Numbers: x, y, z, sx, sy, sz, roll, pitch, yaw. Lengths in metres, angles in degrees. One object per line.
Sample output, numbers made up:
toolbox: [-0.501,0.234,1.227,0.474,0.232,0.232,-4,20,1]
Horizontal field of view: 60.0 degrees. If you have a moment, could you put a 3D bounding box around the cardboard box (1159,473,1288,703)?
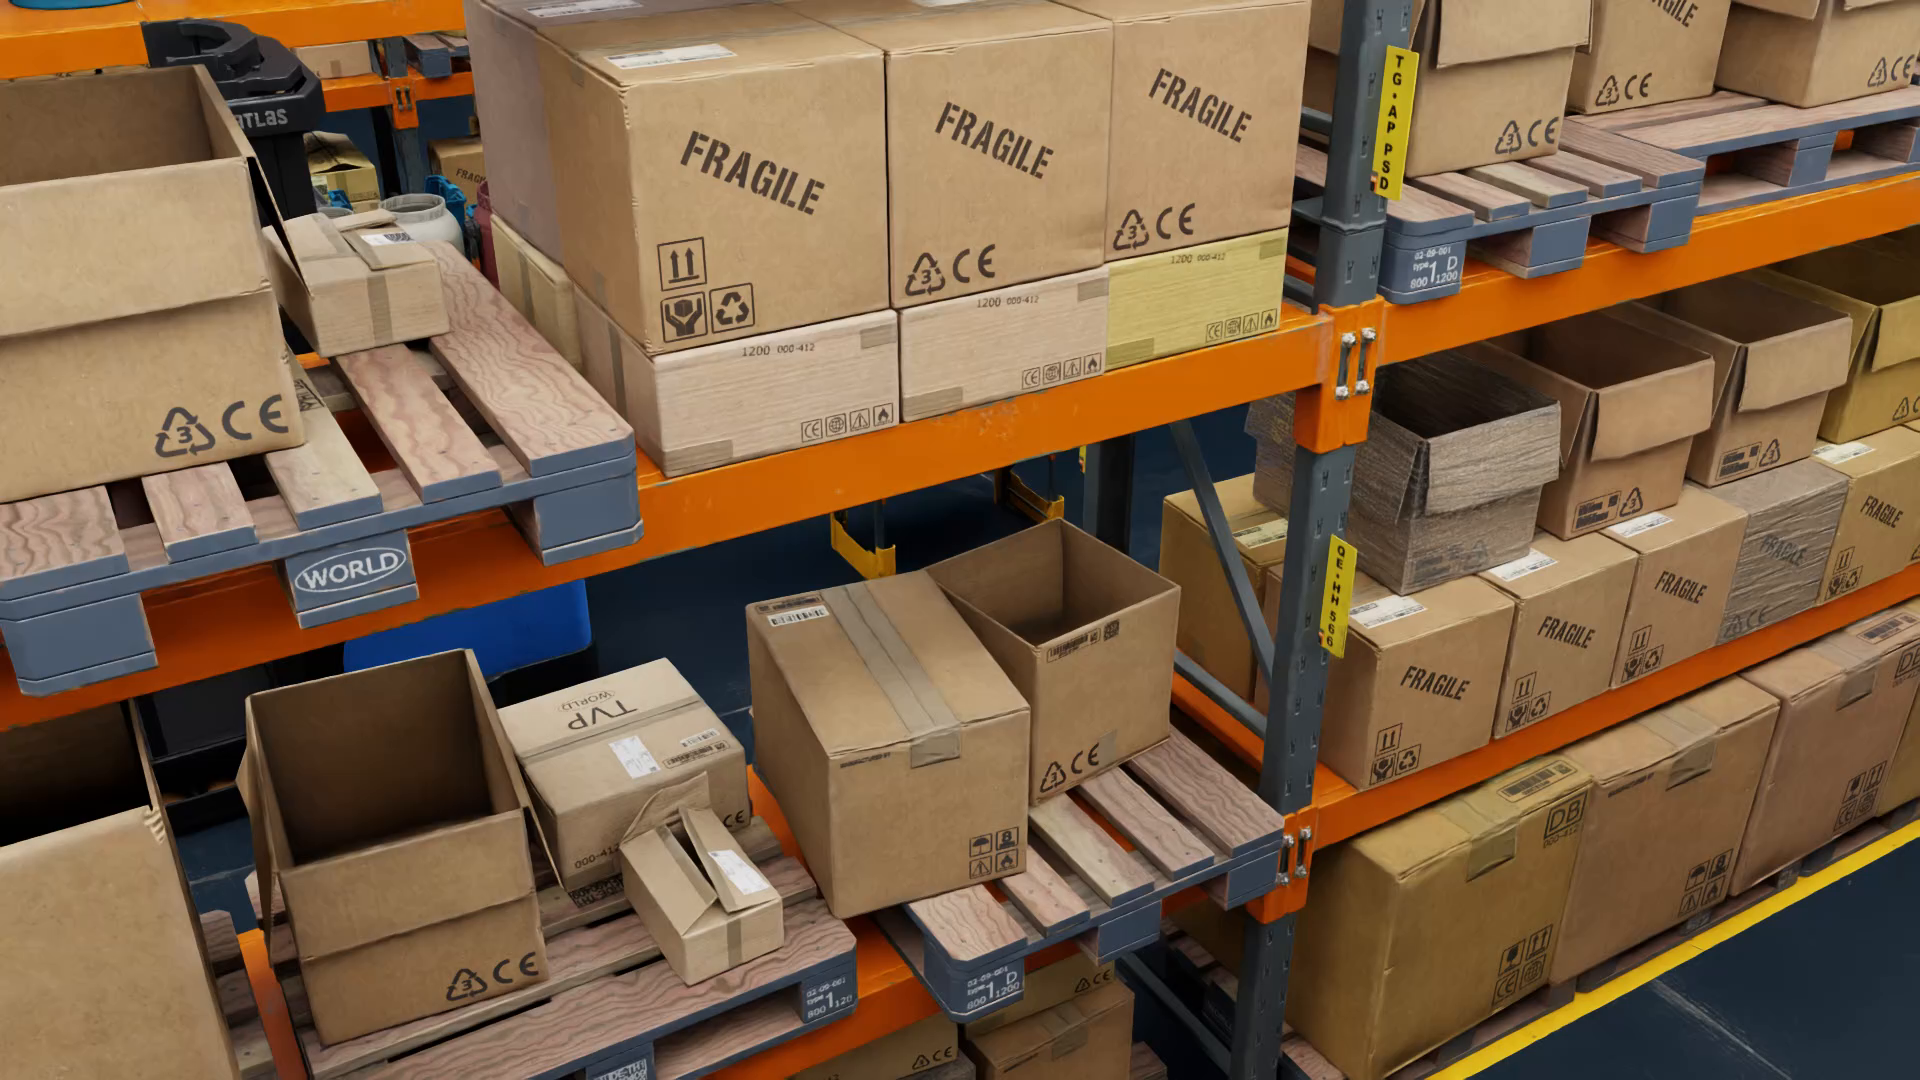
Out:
cardboard box: [0.982,0.127,5.312,0.500,0.500,0.500,-15,32,-25]

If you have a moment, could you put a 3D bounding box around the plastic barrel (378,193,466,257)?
plastic barrel: [-2.606,-1.377,8.024,0.421,0.512,0.421,0,29,0]

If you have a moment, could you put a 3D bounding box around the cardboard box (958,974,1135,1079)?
cardboard box: [0.114,1.469,5.116,0.500,0.500,0.700,-18,33,-29]

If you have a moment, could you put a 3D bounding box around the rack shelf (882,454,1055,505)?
rack shelf: [-0.074,-0.478,8.437,1.000,0.185,0.538,-16,33,-26]

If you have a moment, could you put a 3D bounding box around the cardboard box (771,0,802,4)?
cardboard box: [-0.293,-1.051,3.824,0.500,0.500,0.500,-16,33,-26]

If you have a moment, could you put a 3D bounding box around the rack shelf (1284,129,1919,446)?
rack shelf: [2.406,-1.093,5.266,4.000,0.370,1.077,-16,33,-26]

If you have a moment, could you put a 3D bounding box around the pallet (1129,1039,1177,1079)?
pallet: [0.007,1.806,5.258,1.213,0.211,1.003,-16,33,-26]

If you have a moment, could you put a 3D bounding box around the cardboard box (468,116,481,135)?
cardboard box: [-3.646,-3.158,13.499,0.500,0.500,0.500,-15,32,-24]

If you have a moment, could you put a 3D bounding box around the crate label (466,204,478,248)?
crate label: [-2.381,-1.648,8.806,0.416,0.233,0.303,-16,33,-26]

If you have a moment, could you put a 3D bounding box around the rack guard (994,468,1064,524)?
rack guard: [0.364,-0.213,8.877,0.087,0.250,0.587,-16,33,-26]

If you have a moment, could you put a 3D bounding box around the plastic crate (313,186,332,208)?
plastic crate: [-3.376,-1.428,8.168,0.583,0.464,0.402,-16,33,-26]

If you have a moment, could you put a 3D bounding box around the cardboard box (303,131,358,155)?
cardboard box: [-4.934,-2.953,12.826,0.500,0.311,0.500,-15,32,-25]

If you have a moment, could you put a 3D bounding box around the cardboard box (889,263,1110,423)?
cardboard box: [-0.025,-0.507,3.615,0.500,0.250,0.500,-16,33,-27]

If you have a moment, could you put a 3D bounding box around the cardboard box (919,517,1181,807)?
cardboard box: [0.236,0.316,4.535,0.500,0.500,0.500,-20,35,-32]

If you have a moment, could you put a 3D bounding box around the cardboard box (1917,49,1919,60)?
cardboard box: [3.139,-1.811,5.481,0.500,0.311,0.500,-17,33,-28]

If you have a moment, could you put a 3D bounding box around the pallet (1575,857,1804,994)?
pallet: [2.450,1.157,6.434,1.213,0.211,1.003,-16,33,-26]

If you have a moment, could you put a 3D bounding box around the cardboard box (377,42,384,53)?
cardboard box: [-6.146,-5.164,16.792,0.750,0.750,0.750,-16,33,-27]

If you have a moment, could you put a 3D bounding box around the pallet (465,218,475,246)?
pallet: [-3.671,-2.679,13.386,1.213,0.211,1.003,-16,33,-26]

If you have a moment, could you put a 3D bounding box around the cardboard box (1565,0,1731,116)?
cardboard box: [1.871,-1.573,4.854,0.500,0.500,0.500,-14,32,-24]

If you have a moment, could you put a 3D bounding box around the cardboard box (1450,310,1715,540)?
cardboard box: [1.884,-0.419,5.263,0.637,0.503,0.797,-15,32,-25]

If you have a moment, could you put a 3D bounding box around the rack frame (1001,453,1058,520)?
rack frame: [0.365,-0.760,8.575,0.032,1.500,0.500,-16,33,-26]

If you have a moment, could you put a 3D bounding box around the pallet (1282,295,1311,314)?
pallet: [2.236,-1.623,11.472,1.213,0.211,1.003,-16,33,-26]

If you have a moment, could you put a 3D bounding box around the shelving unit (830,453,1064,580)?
shelving unit: [-0.066,-0.638,8.354,1.083,1.500,0.587,-16,33,-26]

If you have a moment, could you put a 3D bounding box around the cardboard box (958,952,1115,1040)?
cardboard box: [0.119,1.145,4.927,0.500,0.250,0.500,-14,32,-24]

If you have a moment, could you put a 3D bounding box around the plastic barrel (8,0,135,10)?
plastic barrel: [-3.820,-2.757,7.018,0.708,0.901,0.600,-16,33,-26]

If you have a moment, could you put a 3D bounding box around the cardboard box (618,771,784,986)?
cardboard box: [-0.619,0.790,3.918,0.258,0.266,0.396,-17,33,-28]

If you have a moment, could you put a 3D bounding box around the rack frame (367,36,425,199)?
rack frame: [-4.334,-3.733,12.410,0.127,3.000,1.000,-16,33,-26]

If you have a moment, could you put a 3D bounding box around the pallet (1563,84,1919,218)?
pallet: [2.173,-1.291,5.075,1.213,0.211,1.003,-14,32,-24]

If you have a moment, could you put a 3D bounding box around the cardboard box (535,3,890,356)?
cardboard box: [-0.474,-0.715,3.216,0.500,0.500,0.500,-15,32,-25]

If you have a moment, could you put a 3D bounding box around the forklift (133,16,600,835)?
forklift: [-3.139,-0.402,6.445,3.031,2.935,1.130,-16,33,-26]

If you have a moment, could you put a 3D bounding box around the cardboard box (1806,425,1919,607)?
cardboard box: [2.988,-0.151,5.815,0.500,0.500,0.500,-16,33,-27]

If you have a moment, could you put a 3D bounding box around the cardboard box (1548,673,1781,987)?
cardboard box: [2.060,0.766,6.022,0.875,0.875,1.225,-16,33,-26]

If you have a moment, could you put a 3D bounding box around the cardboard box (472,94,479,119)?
cardboard box: [-3.600,-3.502,13.346,0.500,0.250,0.500,-15,32,-24]

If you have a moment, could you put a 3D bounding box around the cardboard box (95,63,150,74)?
cardboard box: [-5.772,-3.359,11.629,0.500,0.500,0.500,-18,34,-29]

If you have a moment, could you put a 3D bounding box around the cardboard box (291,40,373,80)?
cardboard box: [-4.669,-3.623,12.303,0.500,0.311,0.500,-14,32,-23]

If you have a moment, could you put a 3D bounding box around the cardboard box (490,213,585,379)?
cardboard box: [-0.734,-0.589,3.763,0.500,0.250,0.500,-15,32,-25]

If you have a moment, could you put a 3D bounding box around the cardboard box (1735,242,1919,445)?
cardboard box: [2.986,-0.744,5.853,0.637,0.503,0.797,-15,32,-26]

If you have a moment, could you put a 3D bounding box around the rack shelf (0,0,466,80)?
rack shelf: [-3.552,-2.177,7.231,4.000,0.370,1.077,-16,33,-26]

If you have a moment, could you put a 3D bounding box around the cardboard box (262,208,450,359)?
cardboard box: [-1.201,-0.522,3.293,0.250,0.166,0.380,-17,33,-28]

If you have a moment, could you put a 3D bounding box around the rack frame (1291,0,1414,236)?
rack frame: [0.682,-2.232,3.481,0.127,3.000,1.000,-16,33,-26]

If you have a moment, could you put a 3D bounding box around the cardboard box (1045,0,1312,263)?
cardboard box: [0.397,-0.960,3.660,0.500,0.500,0.500,-15,32,-25]

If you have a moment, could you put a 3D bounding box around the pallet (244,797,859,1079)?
pallet: [-1.004,0.980,4.068,1.213,0.211,1.003,-16,33,-26]

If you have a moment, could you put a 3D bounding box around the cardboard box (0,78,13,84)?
cardboard box: [-6.658,-3.108,11.173,0.500,0.500,0.500,-13,32,-23]

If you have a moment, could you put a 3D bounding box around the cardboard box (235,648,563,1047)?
cardboard box: [-1.319,0.682,3.868,0.637,0.503,0.797,-12,31,-21]

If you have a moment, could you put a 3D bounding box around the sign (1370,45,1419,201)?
sign: [0.955,-0.918,3.670,0.005,0.325,0.100,-16,33,-26]

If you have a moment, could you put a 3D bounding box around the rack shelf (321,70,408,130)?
rack shelf: [-6.058,-2.928,11.696,4.000,0.370,1.077,-16,33,-26]

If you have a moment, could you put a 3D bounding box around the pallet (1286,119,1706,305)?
pallet: [1.210,-1.016,4.577,1.003,0.211,1.213,-14,32,-24]

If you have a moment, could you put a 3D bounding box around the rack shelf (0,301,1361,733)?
rack shelf: [-1.043,-0.114,3.492,4.000,0.370,1.077,-16,33,-26]

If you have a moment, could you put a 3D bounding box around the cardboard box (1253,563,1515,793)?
cardboard box: [1.239,0.345,4.916,0.500,0.500,0.500,-15,32,-25]

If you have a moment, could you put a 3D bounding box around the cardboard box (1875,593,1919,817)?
cardboard box: [3.589,0.327,6.817,0.875,0.875,1.225,-16,33,-26]

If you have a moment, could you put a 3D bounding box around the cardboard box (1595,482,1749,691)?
cardboard box: [2.122,0.091,5.377,0.500,0.500,0.500,-16,33,-27]
